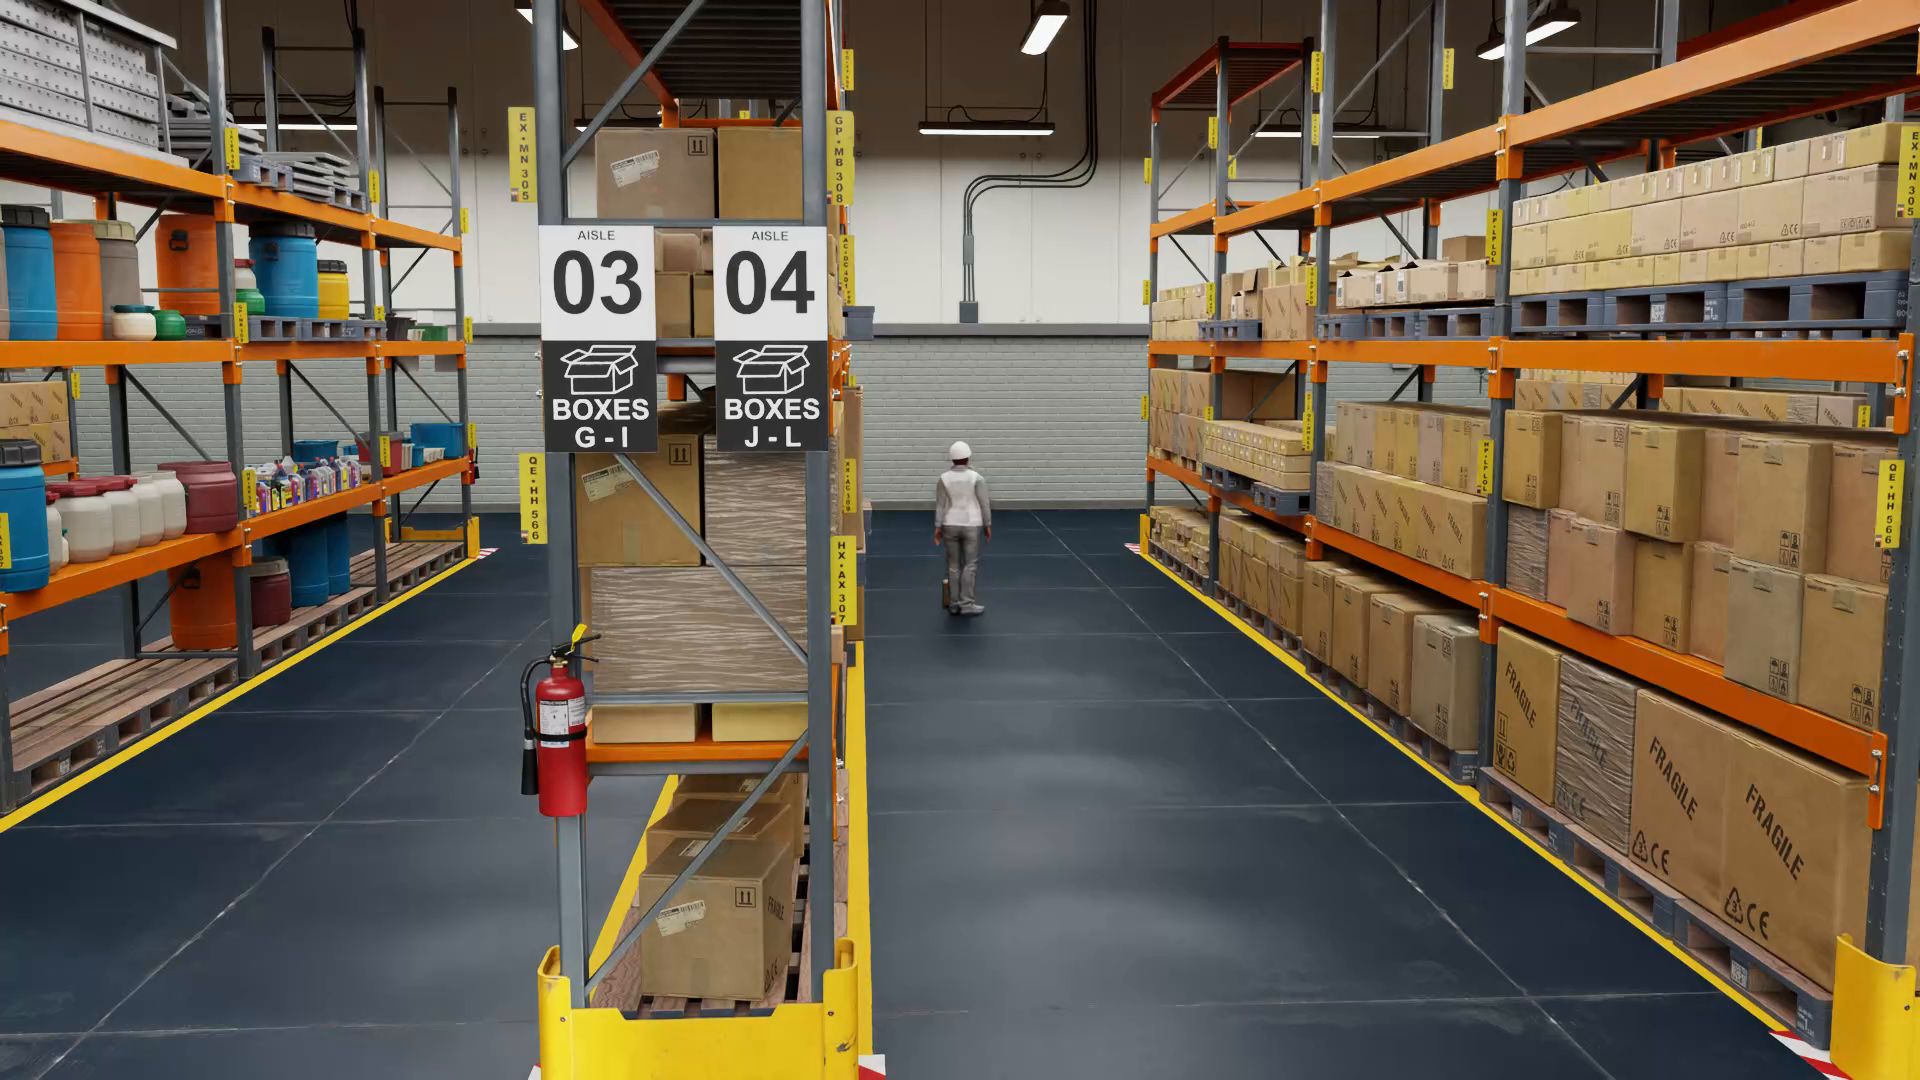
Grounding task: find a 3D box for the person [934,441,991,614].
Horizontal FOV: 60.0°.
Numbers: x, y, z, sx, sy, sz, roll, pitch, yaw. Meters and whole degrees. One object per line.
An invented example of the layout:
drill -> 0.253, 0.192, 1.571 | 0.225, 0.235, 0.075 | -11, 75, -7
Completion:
person -> 0.031, -0.132, 17.134 | 0.581, 1.766, 0.402 | 1, 7, 11
